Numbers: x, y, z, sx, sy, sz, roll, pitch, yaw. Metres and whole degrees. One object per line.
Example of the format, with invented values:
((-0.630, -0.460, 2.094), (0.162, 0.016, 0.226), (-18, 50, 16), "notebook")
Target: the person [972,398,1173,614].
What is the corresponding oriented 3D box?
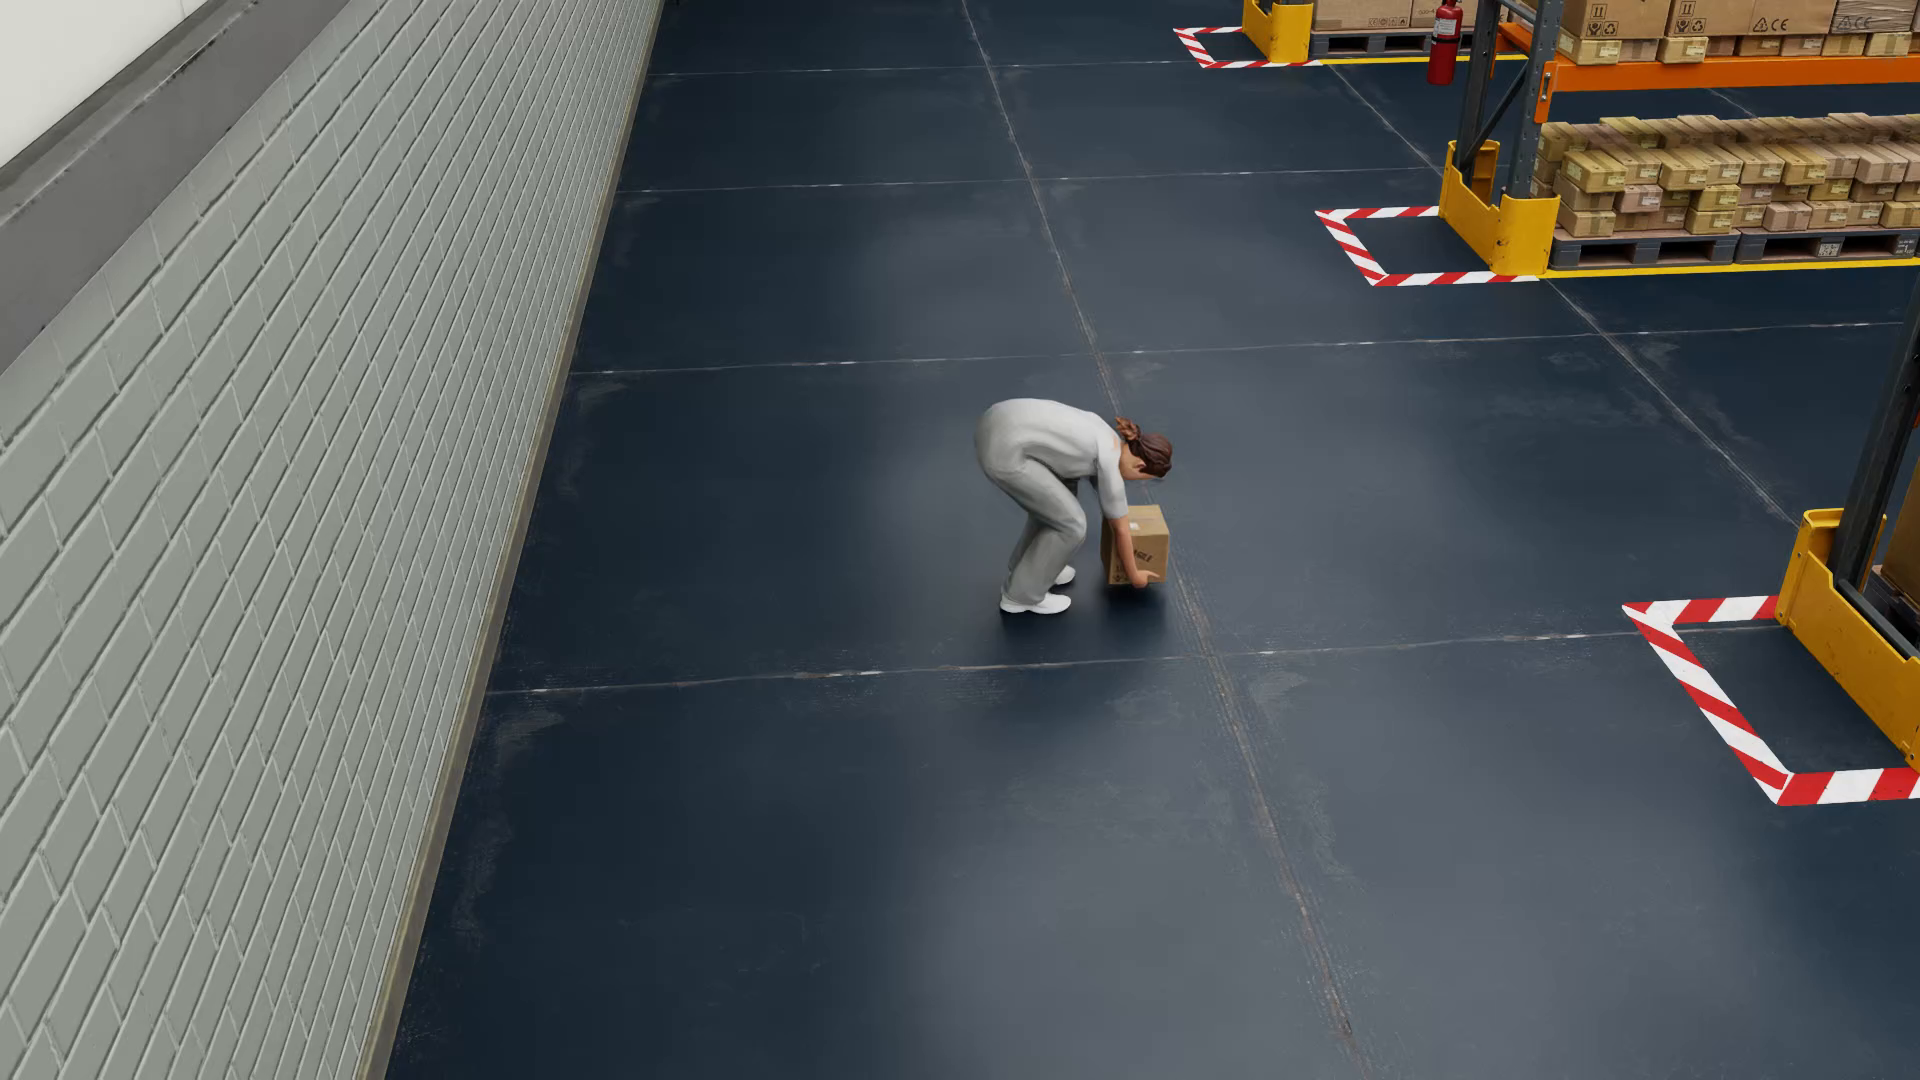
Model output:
((0.482, -0.167, 7.123), (0.853, 0.935, 0.452), (-4, 31, -7), "person")
